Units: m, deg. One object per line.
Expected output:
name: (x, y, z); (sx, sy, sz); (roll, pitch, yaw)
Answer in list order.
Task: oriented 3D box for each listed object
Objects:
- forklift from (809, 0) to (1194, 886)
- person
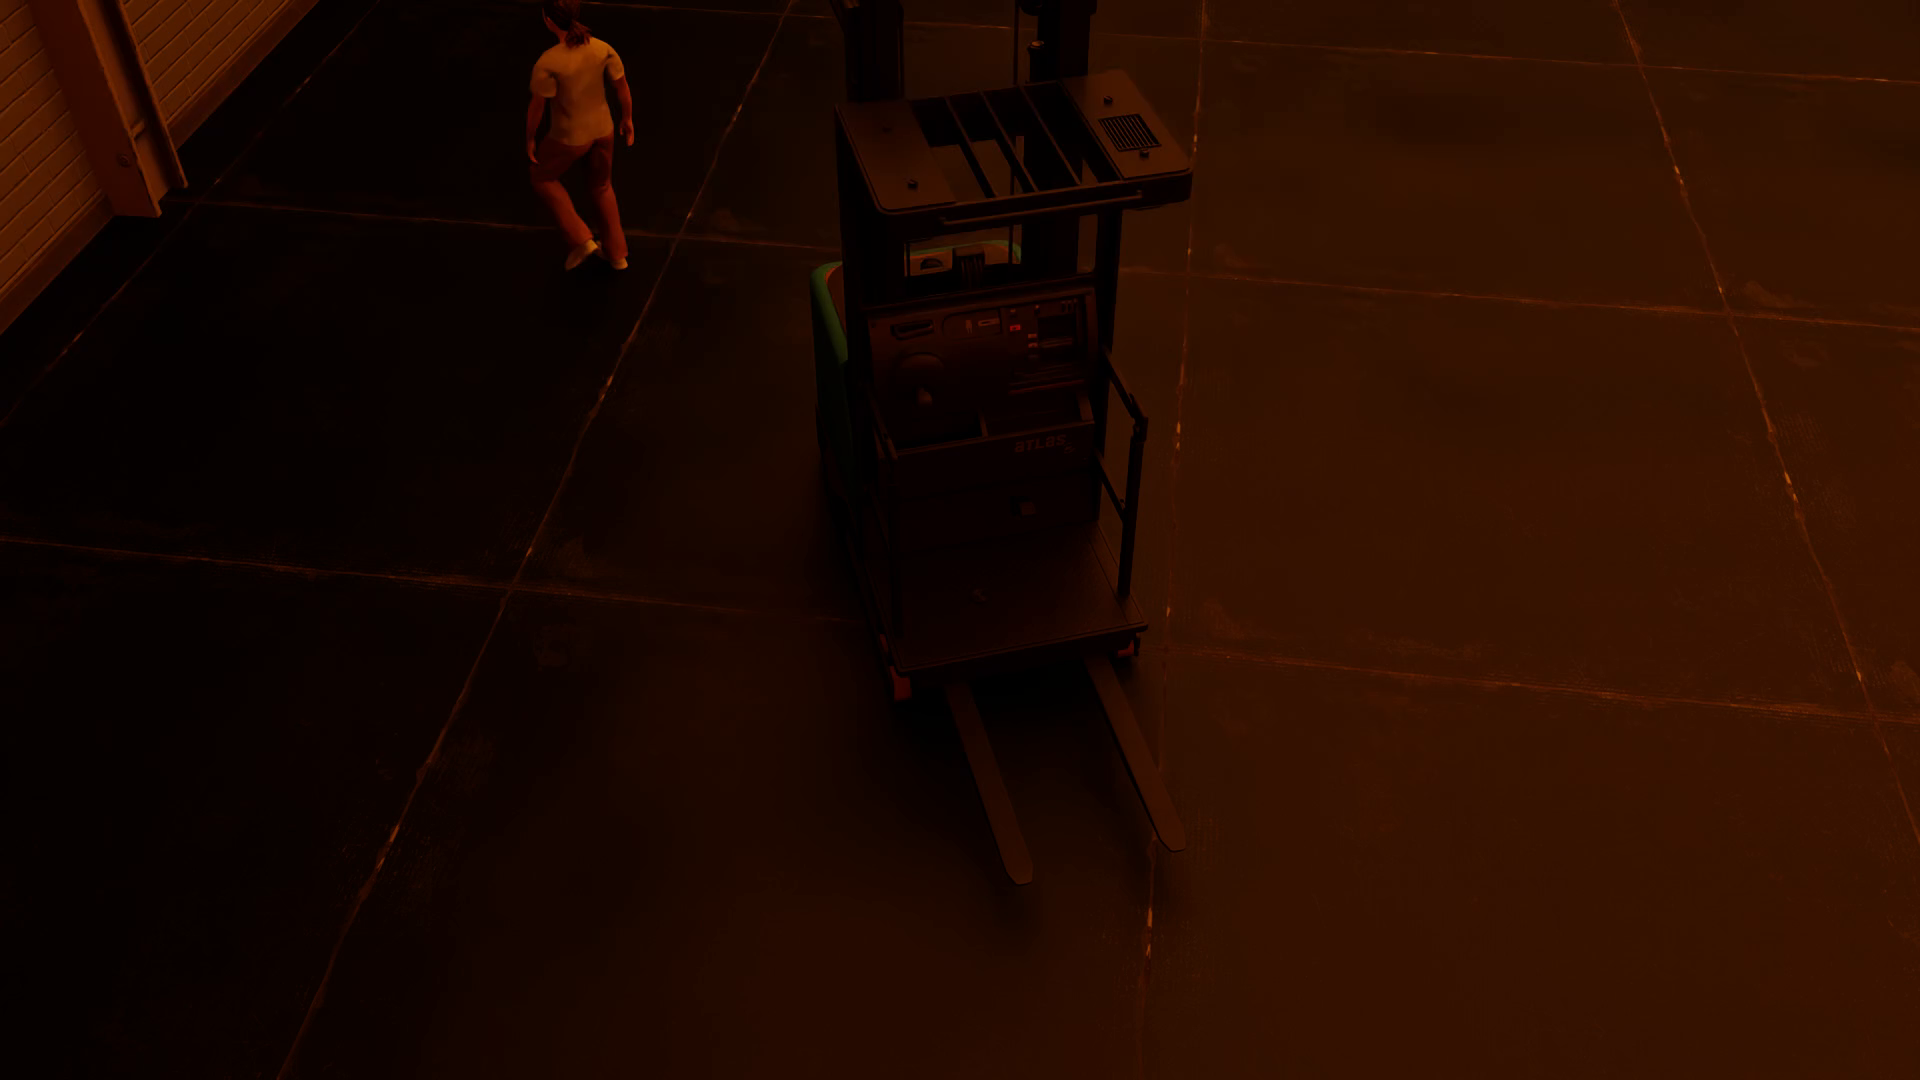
forklift: (0.153, -0.681, 6.465); (1.130, 2.935, 3.031); (-10, 44, -11)
person: (-2.105, -2.232, 9.099); (0.604, 1.655, 0.464); (-31, 51, -30)
